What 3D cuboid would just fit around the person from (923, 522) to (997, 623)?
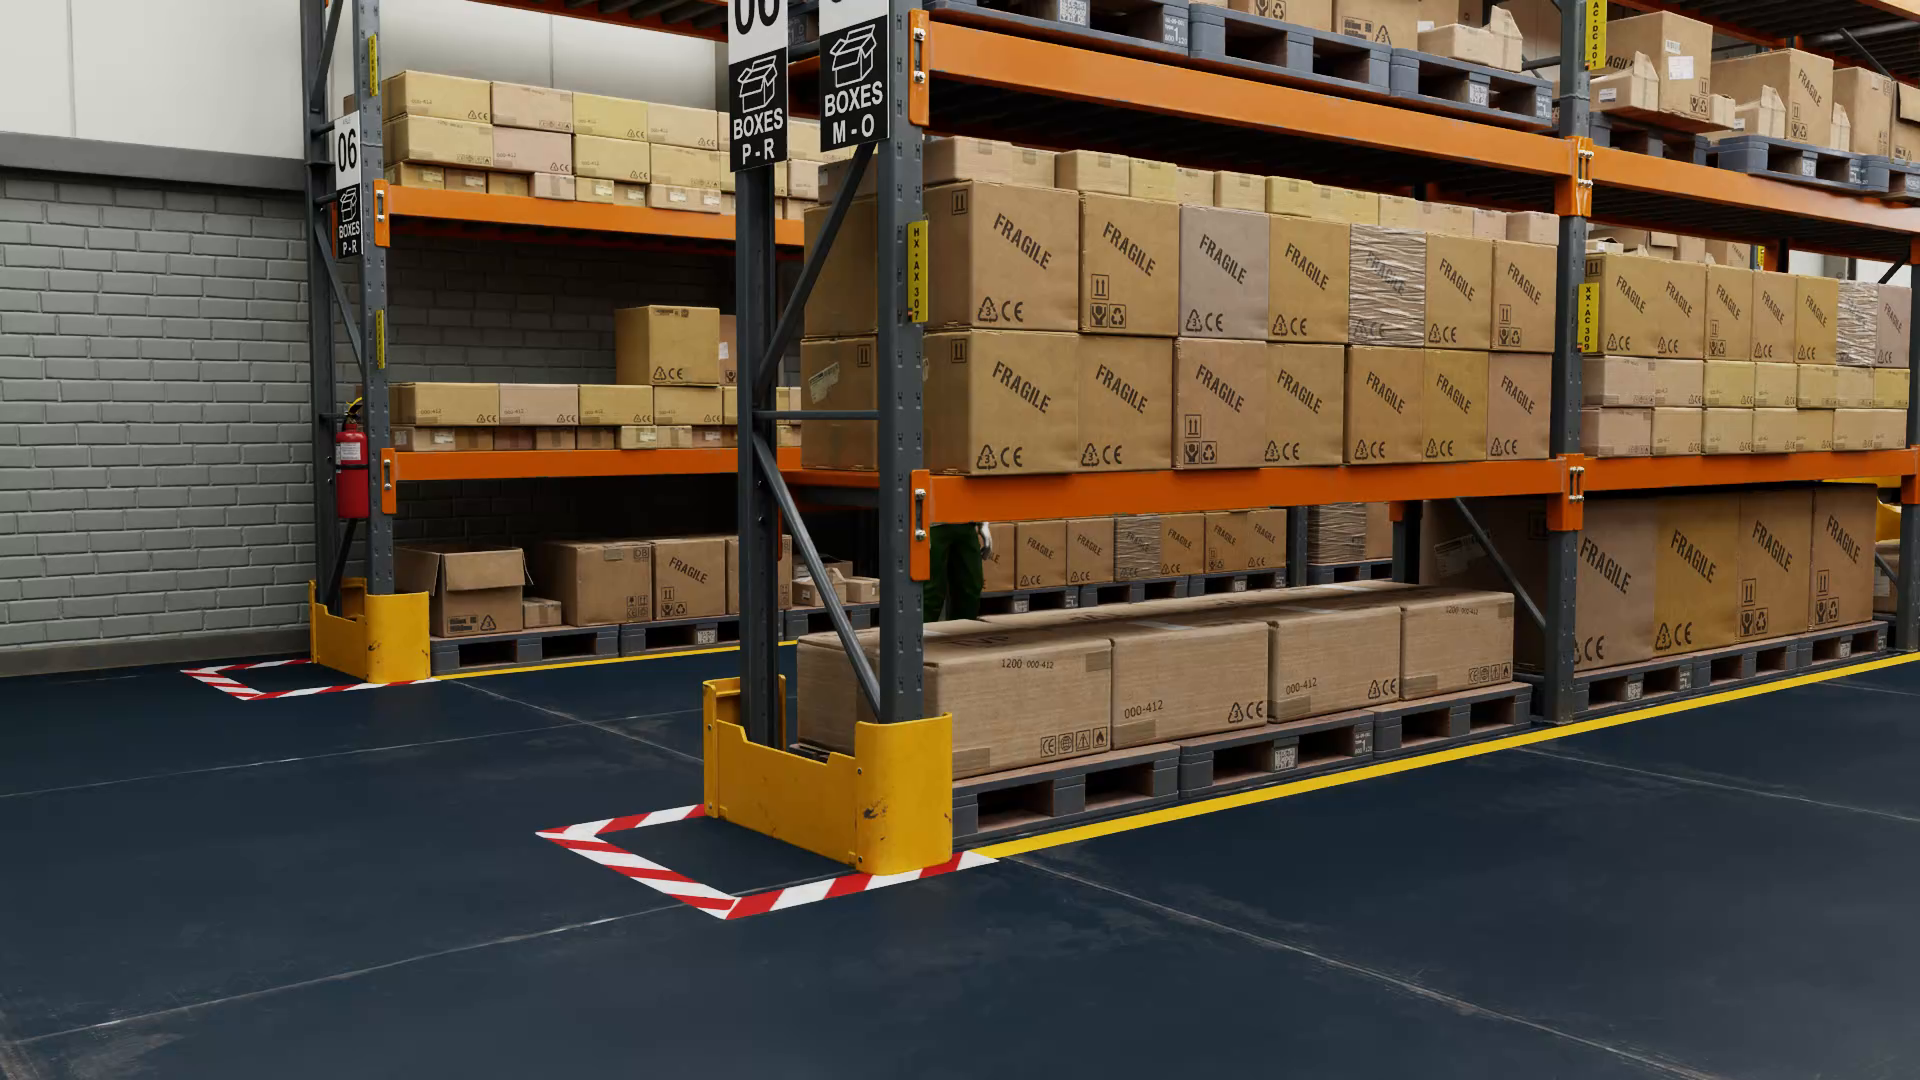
[{"bbox_3d":[-0.063,-0.040,8.862,0.610,1.780,0.448,-3,5,-38],"label":"person"}]
